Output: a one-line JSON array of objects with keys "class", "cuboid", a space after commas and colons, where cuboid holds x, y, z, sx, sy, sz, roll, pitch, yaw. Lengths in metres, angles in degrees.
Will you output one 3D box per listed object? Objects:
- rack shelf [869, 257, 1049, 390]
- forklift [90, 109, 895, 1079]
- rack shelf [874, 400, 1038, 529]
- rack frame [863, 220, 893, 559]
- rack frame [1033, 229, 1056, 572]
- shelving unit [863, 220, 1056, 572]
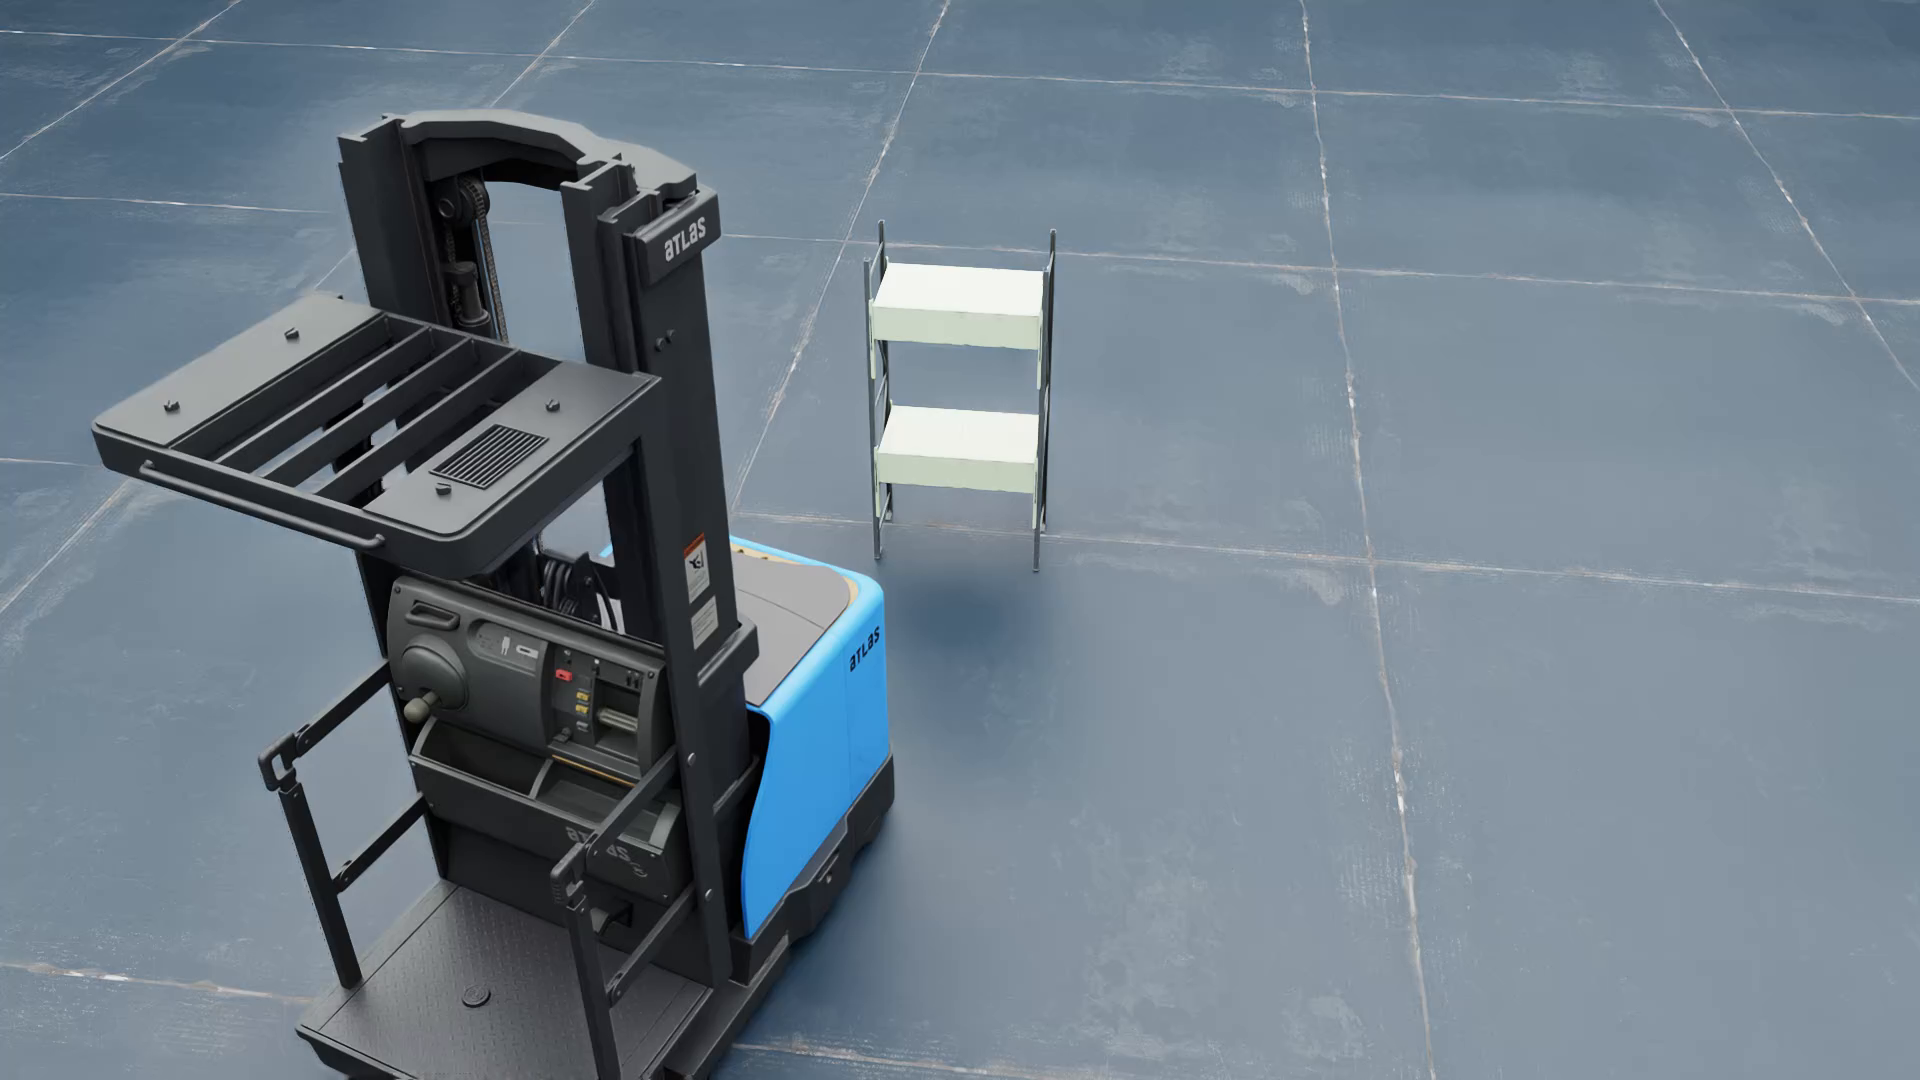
[{"class": "rack shelf", "cuboid": [0.007, -0.928, 7.087, 0.720, 0.370, 0.431, 4, 36, 6]}, {"class": "forklift", "cuboid": [-1.340, 0.467, 4.573, 1.130, 2.935, 3.031, 16, 38, 21]}, {"class": "rack shelf", "cuboid": [0.007, -0.345, 7.503, 0.720, 0.370, 0.431, 4, 36, 6]}, {"class": "rack frame", "cuboid": [-0.356, -0.637, 7.352, 0.023, 1.500, 0.400, 4, 36, 6]}, {"class": "rack frame", "cuboid": [0.370, -0.583, 7.276, 0.023, 1.500, 0.400, 4, 36, 6]}, {"class": "shelving unit", "cuboid": [0.007, -0.610, 7.314, 0.755, 1.500, 0.431, 4, 36, 6]}]
